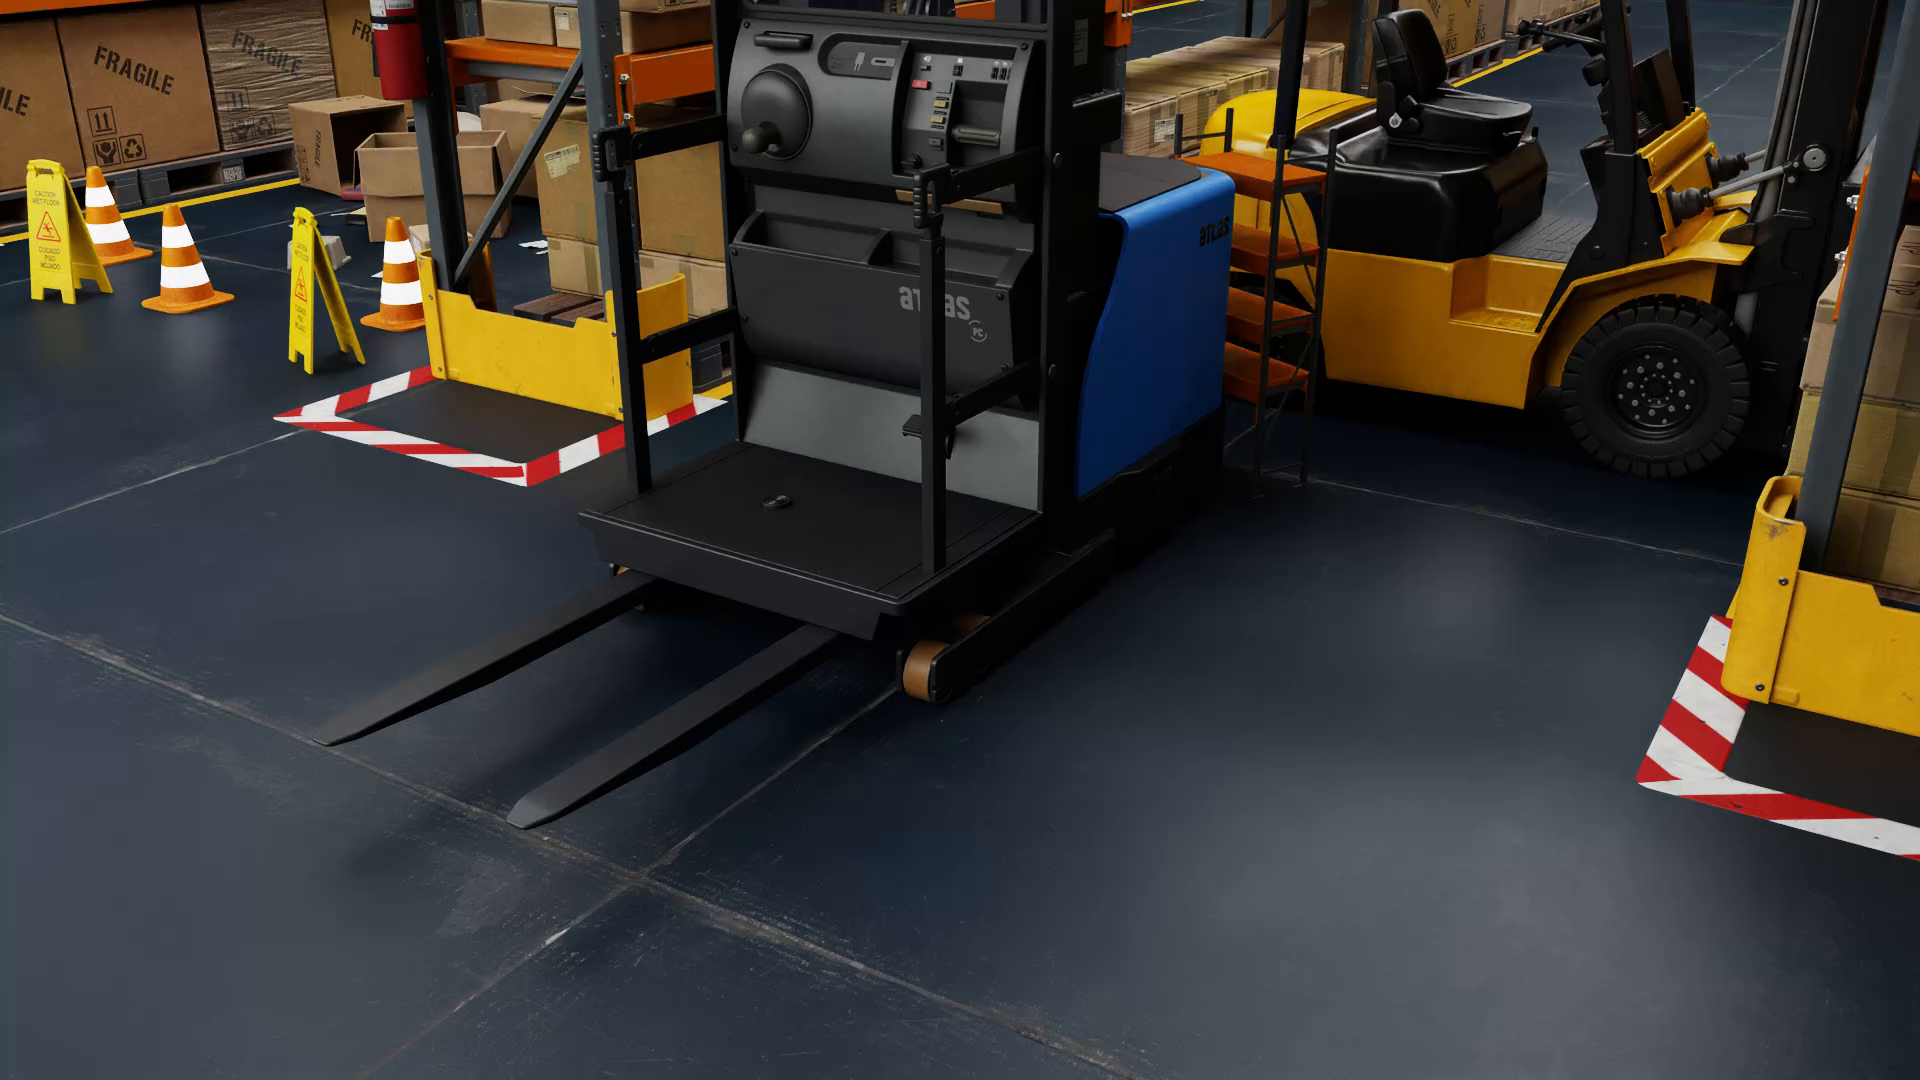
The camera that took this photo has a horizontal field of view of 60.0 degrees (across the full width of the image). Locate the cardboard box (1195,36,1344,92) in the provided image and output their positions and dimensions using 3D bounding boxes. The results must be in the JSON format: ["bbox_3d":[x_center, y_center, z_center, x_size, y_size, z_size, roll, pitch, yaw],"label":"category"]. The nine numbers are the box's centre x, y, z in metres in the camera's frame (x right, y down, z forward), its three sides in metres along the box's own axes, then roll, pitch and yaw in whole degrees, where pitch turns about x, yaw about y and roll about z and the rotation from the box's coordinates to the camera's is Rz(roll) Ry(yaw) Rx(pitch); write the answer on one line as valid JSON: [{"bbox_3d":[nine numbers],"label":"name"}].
[{"bbox_3d":[2.268,-3.462,12.252,0.950,0.372,0.625,12,26,25],"label":"cardboard box"}]

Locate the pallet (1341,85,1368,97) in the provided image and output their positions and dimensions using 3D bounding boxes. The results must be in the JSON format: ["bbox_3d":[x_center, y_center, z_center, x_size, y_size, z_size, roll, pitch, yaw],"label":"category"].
[{"bbox_3d":[3.055,-3.635,13.381,1.003,0.211,1.213,14,27,29],"label":"pallet"}]

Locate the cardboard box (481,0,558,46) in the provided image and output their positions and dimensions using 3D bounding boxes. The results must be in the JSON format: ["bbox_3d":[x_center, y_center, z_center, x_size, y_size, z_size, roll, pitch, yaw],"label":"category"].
[{"bbox_3d":[-1.630,-2.020,6.456,0.380,0.149,0.250,15,28,31],"label":"cardboard box"}]

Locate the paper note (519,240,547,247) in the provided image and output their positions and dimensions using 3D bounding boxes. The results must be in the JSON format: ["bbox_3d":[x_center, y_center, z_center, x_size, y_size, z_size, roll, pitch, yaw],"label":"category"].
[{"bbox_3d":[-2.262,-1.588,8.894,0.142,0.019,0.148,-17,29,-35],"label":"paper note"}]

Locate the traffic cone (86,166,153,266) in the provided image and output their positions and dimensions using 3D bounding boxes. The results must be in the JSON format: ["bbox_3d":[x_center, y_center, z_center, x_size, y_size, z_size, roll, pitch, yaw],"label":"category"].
[{"bbox_3d":[-4.417,-1.685,8.560,0.336,0.463,0.334,14,27,29],"label":"traffic cone"}]

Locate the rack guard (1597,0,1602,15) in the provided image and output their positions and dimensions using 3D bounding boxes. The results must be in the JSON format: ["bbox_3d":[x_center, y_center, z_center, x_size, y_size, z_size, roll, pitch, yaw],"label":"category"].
[{"bbox_3d":[6.807,-6.225,19.001,1.175,0.500,0.348,14,27,29],"label":"rack guard"}]

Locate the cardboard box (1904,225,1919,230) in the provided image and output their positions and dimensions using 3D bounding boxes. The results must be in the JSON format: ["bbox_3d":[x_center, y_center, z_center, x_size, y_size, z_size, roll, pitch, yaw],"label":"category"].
[{"bbox_3d":[3.074,-0.882,5.185,0.500,0.250,0.500,14,27,30],"label":"cardboard box"}]

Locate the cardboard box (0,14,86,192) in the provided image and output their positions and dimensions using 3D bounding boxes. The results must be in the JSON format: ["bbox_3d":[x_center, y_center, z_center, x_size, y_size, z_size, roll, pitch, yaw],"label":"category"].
[{"bbox_3d":[-5.602,-2.428,9.228,0.875,0.875,0.875,14,27,29],"label":"cardboard box"}]

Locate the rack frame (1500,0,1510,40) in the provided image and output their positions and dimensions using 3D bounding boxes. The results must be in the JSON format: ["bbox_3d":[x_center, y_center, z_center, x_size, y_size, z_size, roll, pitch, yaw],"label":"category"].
[{"bbox_3d":[4.685,-6.014,15.367,1.000,3.000,0.127,14,27,29],"label":"rack frame"}]

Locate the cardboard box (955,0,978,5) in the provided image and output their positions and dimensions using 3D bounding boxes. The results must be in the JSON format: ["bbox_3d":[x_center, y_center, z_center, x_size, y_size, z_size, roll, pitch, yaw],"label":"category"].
[{"bbox_3d":[-0.139,-2.603,7.803,0.380,0.149,0.250,13,27,28],"label":"cardboard box"}]

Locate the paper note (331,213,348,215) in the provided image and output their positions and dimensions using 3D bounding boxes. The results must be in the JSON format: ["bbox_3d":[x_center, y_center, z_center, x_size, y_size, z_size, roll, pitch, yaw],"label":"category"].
[{"bbox_3d":[-3.556,-1.877,9.574,0.123,0.001,0.032,-12,26,-26],"label":"paper note"}]

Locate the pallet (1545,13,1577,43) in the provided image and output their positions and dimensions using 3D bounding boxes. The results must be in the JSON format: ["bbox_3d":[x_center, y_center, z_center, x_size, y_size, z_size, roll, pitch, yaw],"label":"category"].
[{"bbox_3d":[5.795,-5.388,17.431,1.003,0.211,1.213,14,27,29],"label":"pallet"}]

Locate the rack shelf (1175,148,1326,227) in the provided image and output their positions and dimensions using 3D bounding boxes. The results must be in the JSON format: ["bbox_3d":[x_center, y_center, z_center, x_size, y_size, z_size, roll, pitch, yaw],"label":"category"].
[{"bbox_3d":[0.946,-1.153,5.415,0.258,0.148,0.480,-14,27,-30],"label":"rack shelf"}]

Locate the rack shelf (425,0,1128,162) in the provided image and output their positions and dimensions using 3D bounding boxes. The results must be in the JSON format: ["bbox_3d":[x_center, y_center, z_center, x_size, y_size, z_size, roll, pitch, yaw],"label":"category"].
[{"bbox_3d":[-0.590,-2.309,7.714,1.077,0.370,4.000,14,27,29],"label":"rack shelf"}]

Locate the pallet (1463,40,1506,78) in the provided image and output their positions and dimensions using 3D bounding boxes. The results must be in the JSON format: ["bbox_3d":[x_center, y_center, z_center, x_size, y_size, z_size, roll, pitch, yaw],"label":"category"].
[{"bbox_3d":[4.342,-4.458,15.283,1.003,0.211,1.213,14,27,29],"label":"pallet"}]

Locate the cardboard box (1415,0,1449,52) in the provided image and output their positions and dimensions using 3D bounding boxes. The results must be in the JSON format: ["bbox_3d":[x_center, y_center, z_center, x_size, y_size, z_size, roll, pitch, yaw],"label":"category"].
[{"bbox_3d":[3.484,-4.398,13.779,0.875,0.875,0.875,14,27,30],"label":"cardboard box"}]

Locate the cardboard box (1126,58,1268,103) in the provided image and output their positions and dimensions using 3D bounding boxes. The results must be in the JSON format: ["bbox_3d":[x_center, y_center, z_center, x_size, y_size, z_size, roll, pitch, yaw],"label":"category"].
[{"bbox_3d":[1.481,-2.957,11.084,0.950,0.372,0.625,15,28,31],"label":"cardboard box"}]

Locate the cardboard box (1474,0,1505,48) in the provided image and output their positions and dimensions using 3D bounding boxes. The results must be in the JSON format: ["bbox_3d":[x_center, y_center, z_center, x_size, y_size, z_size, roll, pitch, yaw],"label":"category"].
[{"bbox_3d":[4.426,-5.006,15.184,0.875,0.875,0.875,15,27,31],"label":"cardboard box"}]

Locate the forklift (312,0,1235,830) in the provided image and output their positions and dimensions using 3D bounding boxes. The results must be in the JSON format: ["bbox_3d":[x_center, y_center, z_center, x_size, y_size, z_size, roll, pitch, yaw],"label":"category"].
[{"bbox_3d":[-0.338,-1.137,4.187,1.130,2.935,3.031,14,27,30],"label":"forklift"}]

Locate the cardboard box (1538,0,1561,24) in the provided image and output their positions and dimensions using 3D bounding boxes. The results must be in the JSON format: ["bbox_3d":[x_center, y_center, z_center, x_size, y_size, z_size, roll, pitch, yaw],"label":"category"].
[{"bbox_3d":[5.579,-5.523,16.929,0.875,0.438,0.875,13,27,27],"label":"cardboard box"}]

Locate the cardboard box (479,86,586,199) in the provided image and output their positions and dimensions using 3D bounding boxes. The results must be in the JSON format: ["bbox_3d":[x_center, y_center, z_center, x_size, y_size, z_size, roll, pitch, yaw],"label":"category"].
[{"bbox_3d":[-2.383,-2.322,9.809,0.797,0.637,0.503,14,27,29],"label":"cardboard box"}]

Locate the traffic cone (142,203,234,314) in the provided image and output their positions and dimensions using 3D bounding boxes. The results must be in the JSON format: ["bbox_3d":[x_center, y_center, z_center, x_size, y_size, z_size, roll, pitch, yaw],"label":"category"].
[{"bbox_3d":[-3.637,-1.333,7.747,0.336,0.463,0.334,14,27,29],"label":"traffic cone"}]

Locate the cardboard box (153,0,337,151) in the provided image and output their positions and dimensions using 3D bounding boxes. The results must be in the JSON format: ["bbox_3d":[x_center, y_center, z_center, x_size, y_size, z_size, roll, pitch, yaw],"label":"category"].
[{"bbox_3d":[-4.657,-3.032,10.625,0.875,0.875,0.875,14,27,29],"label":"cardboard box"}]

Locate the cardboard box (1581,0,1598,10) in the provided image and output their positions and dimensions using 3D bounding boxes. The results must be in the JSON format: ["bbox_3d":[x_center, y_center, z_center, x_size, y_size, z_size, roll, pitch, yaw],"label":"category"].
[{"bbox_3d":[6.531,-6.138,18.348,0.875,0.438,0.875,13,27,27],"label":"cardboard box"}]

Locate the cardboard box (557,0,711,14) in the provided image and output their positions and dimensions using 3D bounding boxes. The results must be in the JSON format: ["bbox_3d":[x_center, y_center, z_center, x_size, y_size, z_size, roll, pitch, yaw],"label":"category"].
[{"bbox_3d":[-1.160,-2.248,6.168,0.500,0.500,0.500,13,27,28],"label":"cardboard box"}]

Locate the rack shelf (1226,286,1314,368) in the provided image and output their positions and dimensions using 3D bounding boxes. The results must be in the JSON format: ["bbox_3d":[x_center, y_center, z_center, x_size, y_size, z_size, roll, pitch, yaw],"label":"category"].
[{"bbox_3d":[0.946,-0.731,5.598,0.258,0.148,0.480,-14,27,-30],"label":"rack shelf"}]

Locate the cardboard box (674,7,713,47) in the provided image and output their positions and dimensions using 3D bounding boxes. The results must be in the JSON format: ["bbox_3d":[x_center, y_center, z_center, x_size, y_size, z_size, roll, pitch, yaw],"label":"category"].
[{"bbox_3d":[-1.169,-2.008,6.430,0.380,0.149,0.250,14,27,30],"label":"cardboard box"}]

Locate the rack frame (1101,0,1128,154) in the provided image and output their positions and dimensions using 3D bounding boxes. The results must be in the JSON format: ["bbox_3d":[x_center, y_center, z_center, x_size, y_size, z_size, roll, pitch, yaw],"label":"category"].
[{"bbox_3d":[0.465,-3.314,9.130,1.000,3.000,0.127,14,27,29],"label":"rack frame"}]

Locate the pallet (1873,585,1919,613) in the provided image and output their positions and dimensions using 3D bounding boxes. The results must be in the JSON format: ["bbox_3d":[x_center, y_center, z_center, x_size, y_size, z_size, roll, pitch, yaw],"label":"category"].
[{"bbox_3d":[2.941,0.087,4.782,1.003,0.211,1.213,14,27,29],"label":"pallet"}]

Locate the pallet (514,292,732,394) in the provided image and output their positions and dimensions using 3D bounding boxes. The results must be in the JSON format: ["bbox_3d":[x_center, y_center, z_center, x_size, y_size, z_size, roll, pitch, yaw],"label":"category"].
[{"bbox_3d":[-1.147,-0.977,7.241,1.003,0.211,1.213,14,27,29],"label":"pallet"}]

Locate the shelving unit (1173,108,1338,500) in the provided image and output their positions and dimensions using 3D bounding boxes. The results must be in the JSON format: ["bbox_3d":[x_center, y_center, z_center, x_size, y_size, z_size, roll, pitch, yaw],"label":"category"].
[{"bbox_3d":[0.946,-0.793,5.571,0.258,1.200,0.503,-14,27,-30],"label":"shelving unit"}]

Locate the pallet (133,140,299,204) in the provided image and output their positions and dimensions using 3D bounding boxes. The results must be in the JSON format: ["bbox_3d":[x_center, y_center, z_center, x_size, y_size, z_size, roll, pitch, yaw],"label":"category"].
[{"bbox_3d":[-4.904,-2.384,10.491,1.003,0.211,1.213,14,27,29],"label":"pallet"}]

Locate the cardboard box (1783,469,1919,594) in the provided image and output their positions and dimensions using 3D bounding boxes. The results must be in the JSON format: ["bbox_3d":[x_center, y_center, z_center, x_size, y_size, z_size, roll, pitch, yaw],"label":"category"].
[{"bbox_3d":[2.553,-0.081,4.594,0.500,0.250,0.500,14,27,29],"label":"cardboard box"}]

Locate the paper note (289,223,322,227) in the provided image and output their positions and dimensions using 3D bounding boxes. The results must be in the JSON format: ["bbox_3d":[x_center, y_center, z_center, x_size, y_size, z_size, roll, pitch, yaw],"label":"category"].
[{"bbox_3d":[-3.656,-1.763,9.287,0.142,0.017,0.144,-17,29,-35],"label":"paper note"}]

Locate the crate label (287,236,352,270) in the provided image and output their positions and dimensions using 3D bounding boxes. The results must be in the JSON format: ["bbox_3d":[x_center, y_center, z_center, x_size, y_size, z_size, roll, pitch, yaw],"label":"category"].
[{"bbox_3d":[-3.275,-1.462,8.455,0.250,0.136,0.298,1,23,2],"label":"crate label"}]

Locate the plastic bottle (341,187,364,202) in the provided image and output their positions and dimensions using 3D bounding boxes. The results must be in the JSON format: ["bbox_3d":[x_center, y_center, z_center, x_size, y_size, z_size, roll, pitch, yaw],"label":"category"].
[{"bbox_3d":[-3.535,-2.063,9.939,0.283,0.061,0.133,5,24,11],"label":"plastic bottle"}]

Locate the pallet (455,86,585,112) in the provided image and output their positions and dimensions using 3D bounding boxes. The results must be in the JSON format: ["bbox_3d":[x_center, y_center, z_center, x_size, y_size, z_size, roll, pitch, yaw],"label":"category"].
[{"bbox_3d":[-3.451,-3.314,12.639,1.003,0.211,1.213,14,27,29],"label":"pallet"}]

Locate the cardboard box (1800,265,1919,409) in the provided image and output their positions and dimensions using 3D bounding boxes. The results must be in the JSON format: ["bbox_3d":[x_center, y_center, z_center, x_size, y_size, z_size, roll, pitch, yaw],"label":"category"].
[{"bbox_3d":[2.552,-0.536,4.386,0.500,0.250,0.500,15,28,31],"label":"cardboard box"}]

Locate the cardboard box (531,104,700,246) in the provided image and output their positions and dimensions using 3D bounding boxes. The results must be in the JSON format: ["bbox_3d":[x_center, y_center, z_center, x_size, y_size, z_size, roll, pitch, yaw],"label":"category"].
[{"bbox_3d":[-1.444,-1.564,7.076,0.500,0.500,0.500,14,27,29],"label":"cardboard box"}]

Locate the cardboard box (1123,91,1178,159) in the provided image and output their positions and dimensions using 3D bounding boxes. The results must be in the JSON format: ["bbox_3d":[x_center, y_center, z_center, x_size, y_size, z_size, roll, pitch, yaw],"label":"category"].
[{"bbox_3d":[0.739,-2.479,9.979,0.950,0.372,0.625,14,27,30],"label":"cardboard box"}]

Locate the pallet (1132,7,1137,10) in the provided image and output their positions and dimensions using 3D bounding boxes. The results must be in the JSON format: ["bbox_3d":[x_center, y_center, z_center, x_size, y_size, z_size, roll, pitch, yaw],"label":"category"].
[{"bbox_3d":[1.393,-6.385,19.734,1.003,0.211,1.213,14,27,29],"label":"pallet"}]

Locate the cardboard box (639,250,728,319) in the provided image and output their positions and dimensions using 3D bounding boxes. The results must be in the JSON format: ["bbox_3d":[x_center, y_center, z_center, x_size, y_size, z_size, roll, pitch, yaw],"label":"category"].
[{"bbox_3d":[-0.985,-1.109,6.969,0.500,0.250,0.500,14,27,29],"label":"cardboard box"}]

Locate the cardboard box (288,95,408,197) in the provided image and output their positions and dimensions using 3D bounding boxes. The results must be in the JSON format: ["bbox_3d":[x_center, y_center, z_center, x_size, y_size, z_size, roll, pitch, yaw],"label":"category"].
[{"bbox_3d":[-3.741,-2.432,10.236,0.500,0.500,0.500,20,30,38],"label":"cardboard box"}]

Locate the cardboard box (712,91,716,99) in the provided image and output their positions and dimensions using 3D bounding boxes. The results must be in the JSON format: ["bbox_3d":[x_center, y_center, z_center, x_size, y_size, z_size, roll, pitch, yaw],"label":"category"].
[{"bbox_3d":[-1.172,-2.084,7.460,0.380,0.149,0.250,14,27,30],"label":"cardboard box"}]

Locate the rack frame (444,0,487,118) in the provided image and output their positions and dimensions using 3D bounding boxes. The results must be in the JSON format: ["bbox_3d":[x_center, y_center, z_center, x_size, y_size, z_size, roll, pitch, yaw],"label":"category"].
[{"bbox_3d":[-3.794,-4.317,11.447,1.000,3.000,0.127,14,27,29],"label":"rack frame"}]

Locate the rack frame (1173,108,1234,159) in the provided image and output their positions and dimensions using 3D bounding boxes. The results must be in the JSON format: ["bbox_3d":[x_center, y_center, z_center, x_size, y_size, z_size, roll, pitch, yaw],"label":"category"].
[{"bbox_3d":[0.814,-0.874,5.759,0.240,1.200,0.015,-14,27,-30],"label":"rack frame"}]

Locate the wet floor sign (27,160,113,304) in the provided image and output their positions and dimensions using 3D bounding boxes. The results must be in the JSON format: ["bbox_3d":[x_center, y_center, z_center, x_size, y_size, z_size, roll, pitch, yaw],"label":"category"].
[{"bbox_3d":[-4.237,-1.462,7.816,0.267,0.644,0.232,9,25,20],"label":"wet floor sign"}]

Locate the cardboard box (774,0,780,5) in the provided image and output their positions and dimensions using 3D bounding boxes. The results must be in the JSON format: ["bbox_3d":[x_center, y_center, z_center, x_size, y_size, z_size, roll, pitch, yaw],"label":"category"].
[{"bbox_3d":[-0.787,-2.157,6.773,0.380,0.149,0.250,14,27,30],"label":"cardboard box"}]
